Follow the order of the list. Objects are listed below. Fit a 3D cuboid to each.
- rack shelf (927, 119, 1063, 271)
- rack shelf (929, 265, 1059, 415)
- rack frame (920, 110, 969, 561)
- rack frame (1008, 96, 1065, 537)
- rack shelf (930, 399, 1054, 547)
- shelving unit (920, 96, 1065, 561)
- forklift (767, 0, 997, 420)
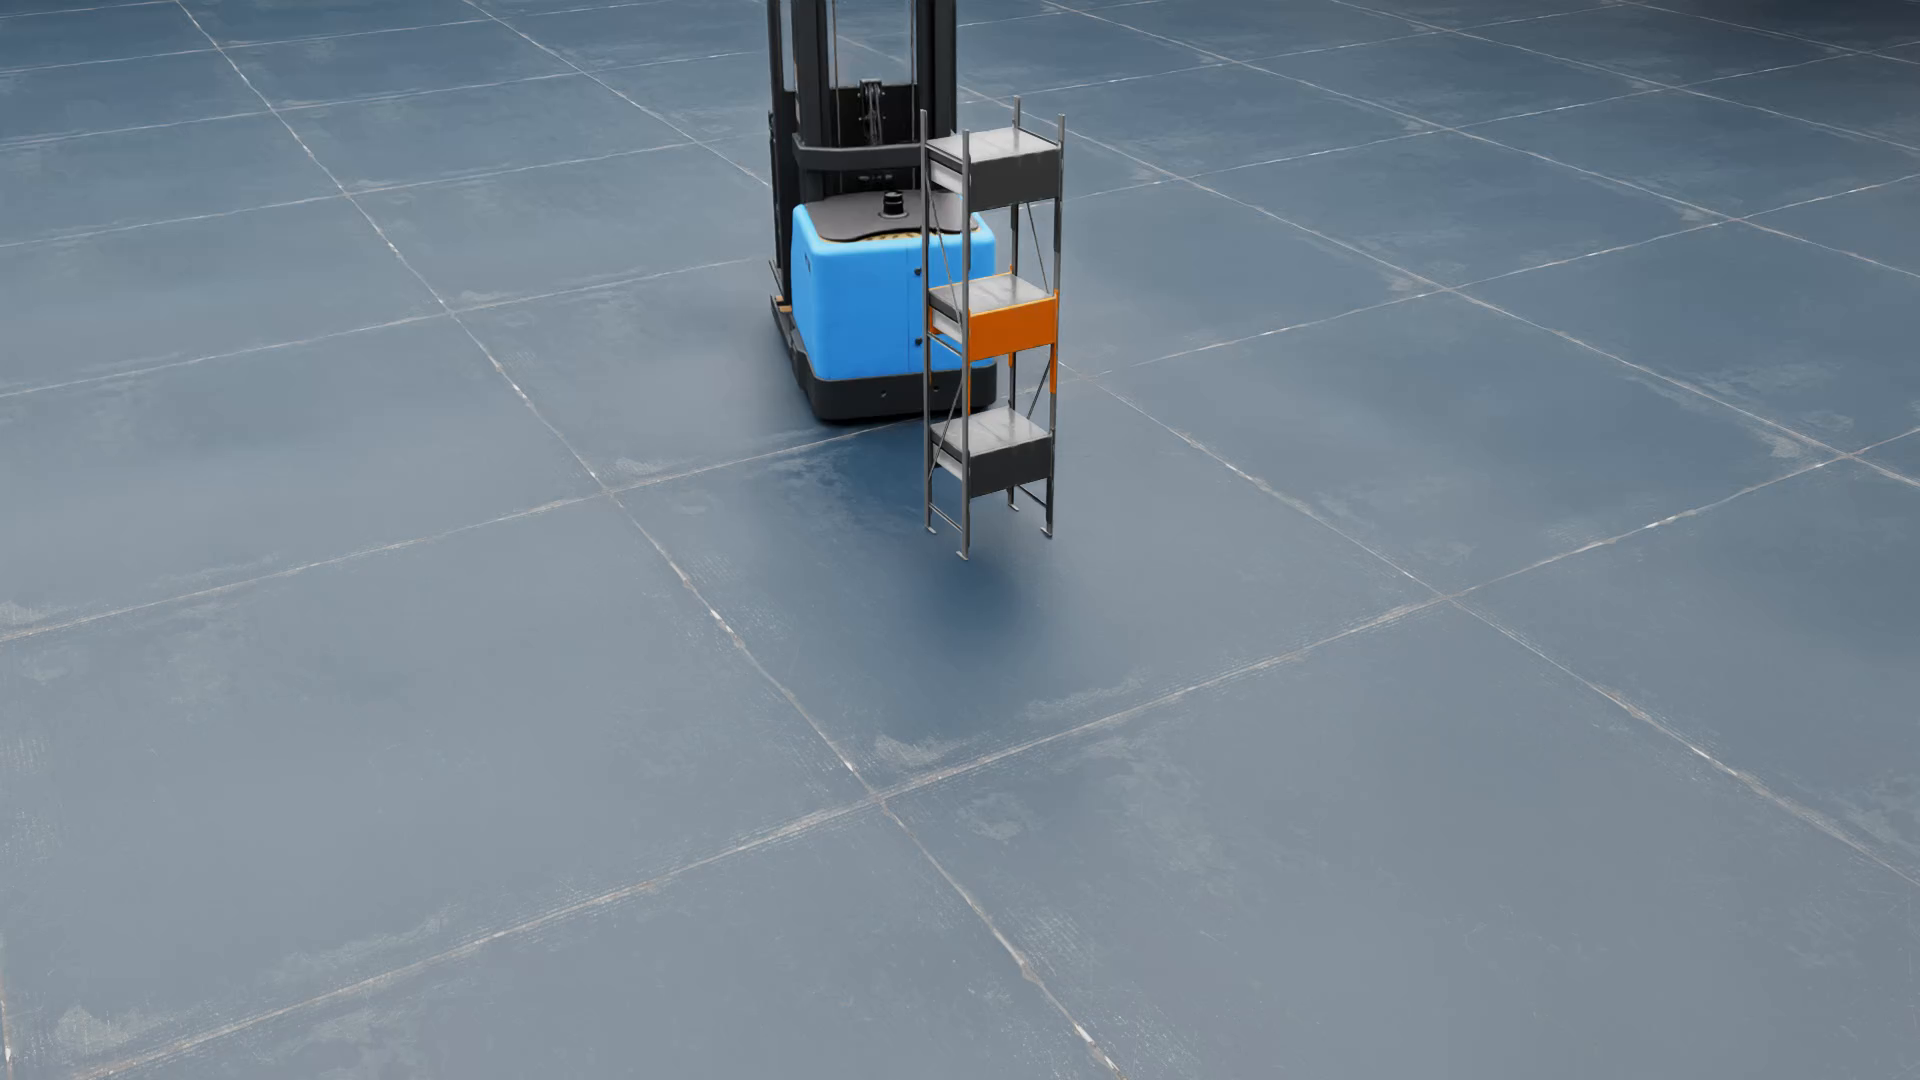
[{"bbox_3d":[0.143,-1.561,7.484,0.480,0.518,0.431,-16,33,-26],"label":"rack shelf"},{"bbox_3d":[0.143,-0.948,7.823,0.480,0.518,0.431,-16,33,-26],"label":"rack shelf"},{"bbox_3d":[-0.068,-0.900,7.708,0.015,2.100,0.400,-16,33,-26],"label":"rack frame"},{"bbox_3d":[0.353,-1.020,7.924,0.015,2.100,0.400,-16,33,-26],"label":"rack frame"},{"bbox_3d":[0.143,-0.335,8.161,0.480,0.518,0.431,-16,33,-26],"label":"rack shelf"},{"bbox_3d":[0.143,-0.960,7.816,0.503,2.100,0.431,-16,33,-26],"label":"shelving unit"},{"bbox_3d":[-0.615,-2.651,10.021,1.130,2.935,3.031,-6,30,-11],"label":"forklift"}]
